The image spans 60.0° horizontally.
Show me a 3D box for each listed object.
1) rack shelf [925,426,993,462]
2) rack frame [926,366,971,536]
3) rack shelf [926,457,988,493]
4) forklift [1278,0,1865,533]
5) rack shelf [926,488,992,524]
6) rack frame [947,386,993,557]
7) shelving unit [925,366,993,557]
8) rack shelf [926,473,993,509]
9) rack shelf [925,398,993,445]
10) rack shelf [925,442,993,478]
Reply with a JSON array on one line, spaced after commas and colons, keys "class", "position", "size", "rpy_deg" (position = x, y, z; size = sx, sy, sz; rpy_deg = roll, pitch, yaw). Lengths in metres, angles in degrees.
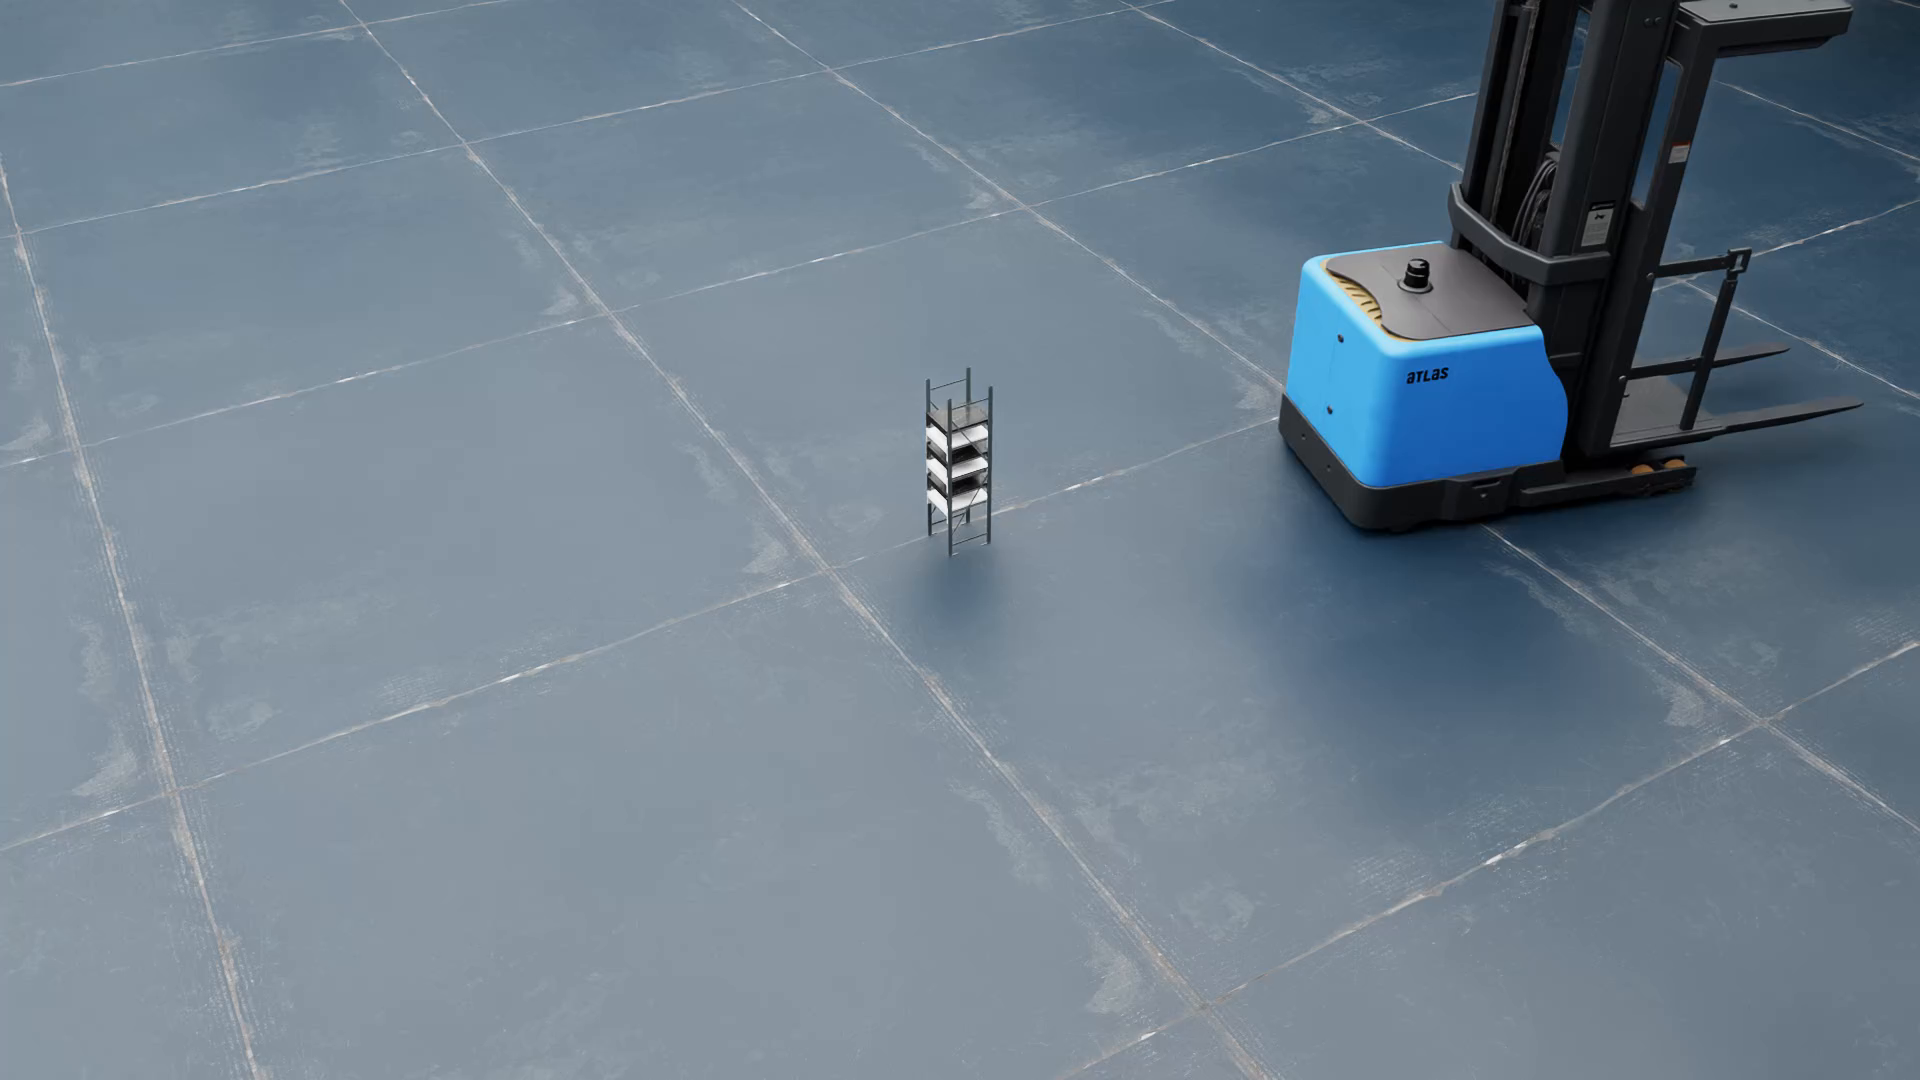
[{"class": "rack shelf", "position": [-0.004, -0.486, 7.904], "size": [0.258, 0.077, 0.200], "rpy_deg": [-19, 40, -24]}, {"class": "rack frame", "position": [-0.055, -0.419, 8.061], "size": [0.240, 0.900, 0.006], "rpy_deg": [-19, 40, -24]}, {"class": "rack shelf", "position": [-0.004, -0.341, 8.010], "size": [0.258, 0.077, 0.200], "rpy_deg": [-19, 40, -24]}, {"class": "forklift", "position": [3.285, -1.694, 8.085], "size": [3.031, 2.935, 1.130], "rpy_deg": [-9, 37, -12]}, {"class": "rack shelf", "position": [-0.004, -0.195, 8.116], "size": [0.258, 0.077, 0.200], "rpy_deg": [-19, 40, -24]}, {"class": "rack frame", "position": [0.047, -0.316, 7.919], "size": [0.240, 0.900, 0.006], "rpy_deg": [-19, 40, -24]}, {"class": "shelving unit", "position": [-0.004, -0.368, 7.990], "size": [0.258, 0.900, 0.210], "rpy_deg": [-19, 40, -24]}, {"class": "rack shelf", "position": [-0.004, -0.268, 8.063], "size": [0.258, 0.077, 0.200], "rpy_deg": [-19, 40, -24]}, {"class": "rack shelf", "position": [-0.004, -0.559, 7.851], "size": [0.258, 0.077, 0.200], "rpy_deg": [-19, 40, -24]}, {"class": "rack shelf", "position": [-0.004, -0.413, 7.957], "size": [0.258, 0.077, 0.200], "rpy_deg": [-19, 40, -24]}]
